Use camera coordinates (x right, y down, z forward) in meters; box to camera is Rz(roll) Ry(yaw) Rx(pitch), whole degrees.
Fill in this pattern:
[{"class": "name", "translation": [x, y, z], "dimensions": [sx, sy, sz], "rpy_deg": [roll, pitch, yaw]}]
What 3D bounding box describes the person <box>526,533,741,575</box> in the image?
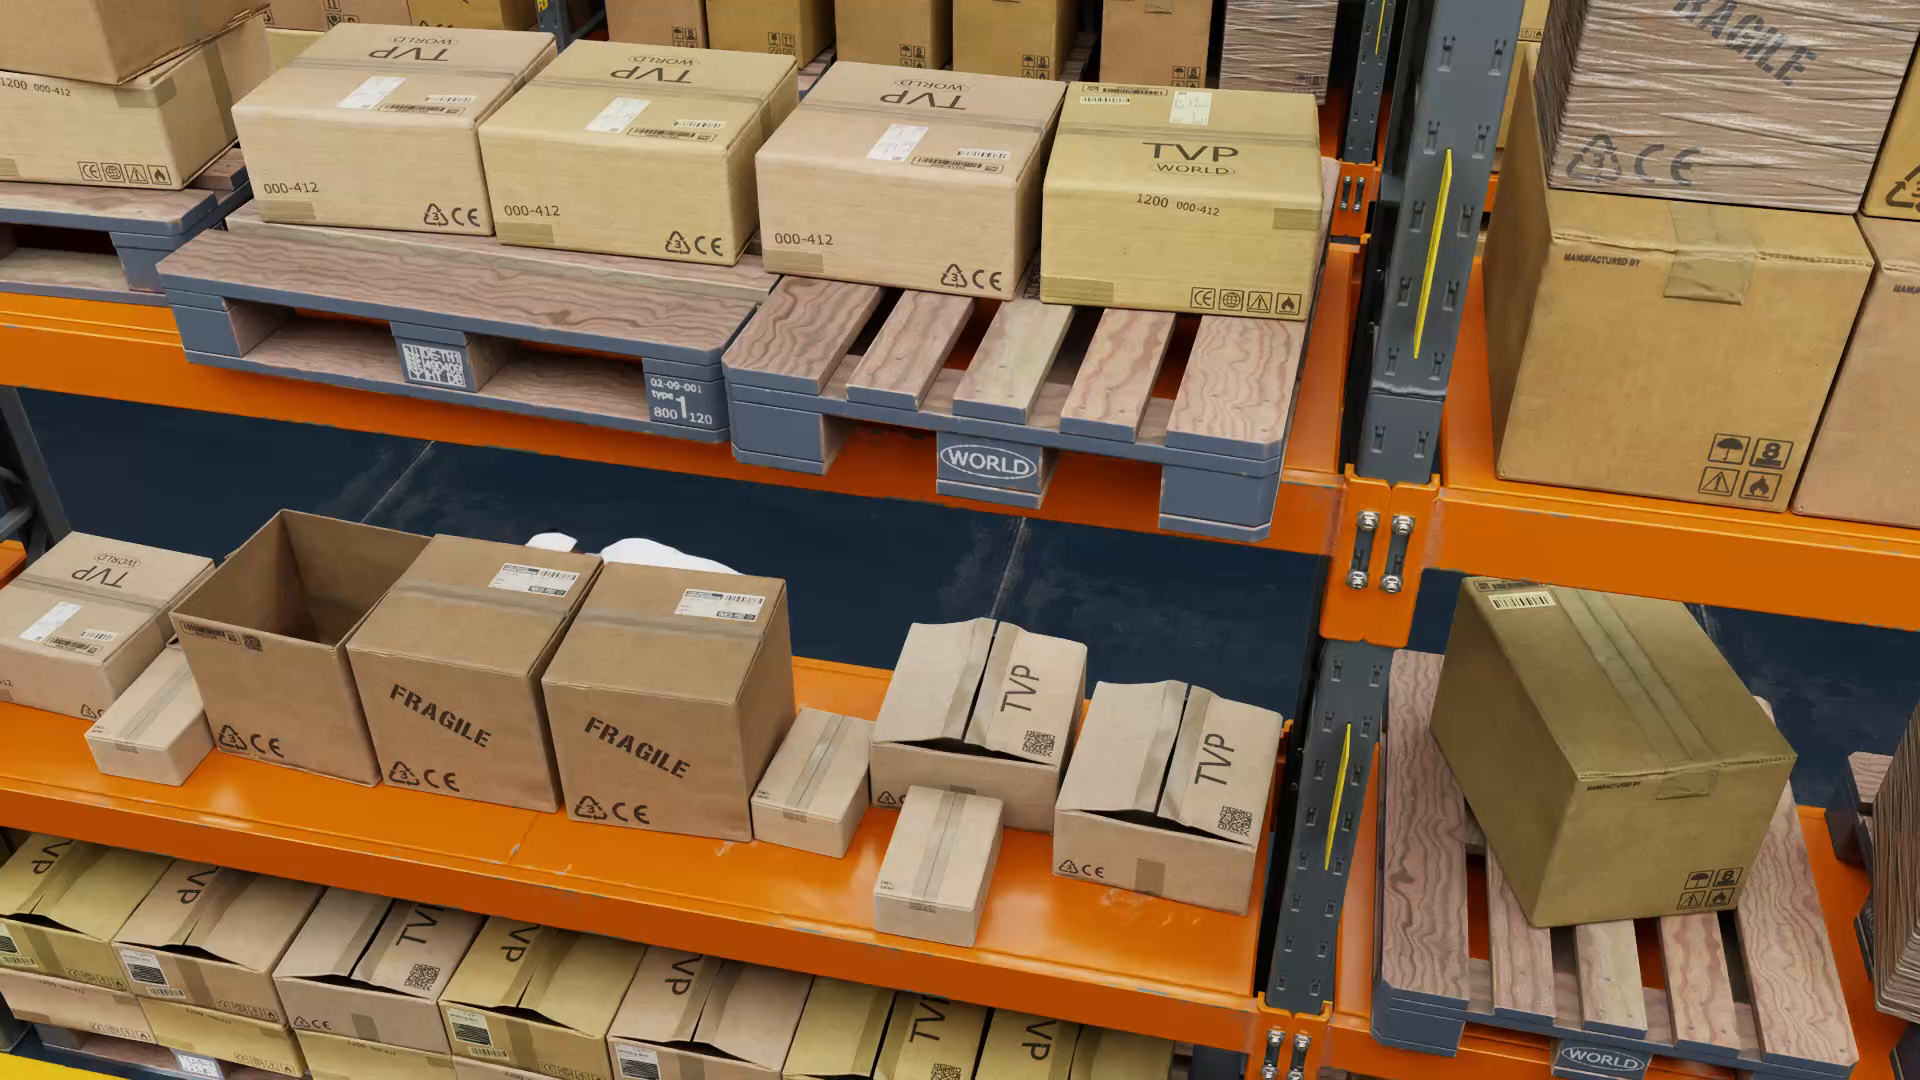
[{"class": "person", "translation": [-1.194, 0.357, 6.471], "dimensions": [0.934, 0.870, 0.529], "rpy_deg": [7, 37, 10]}]
